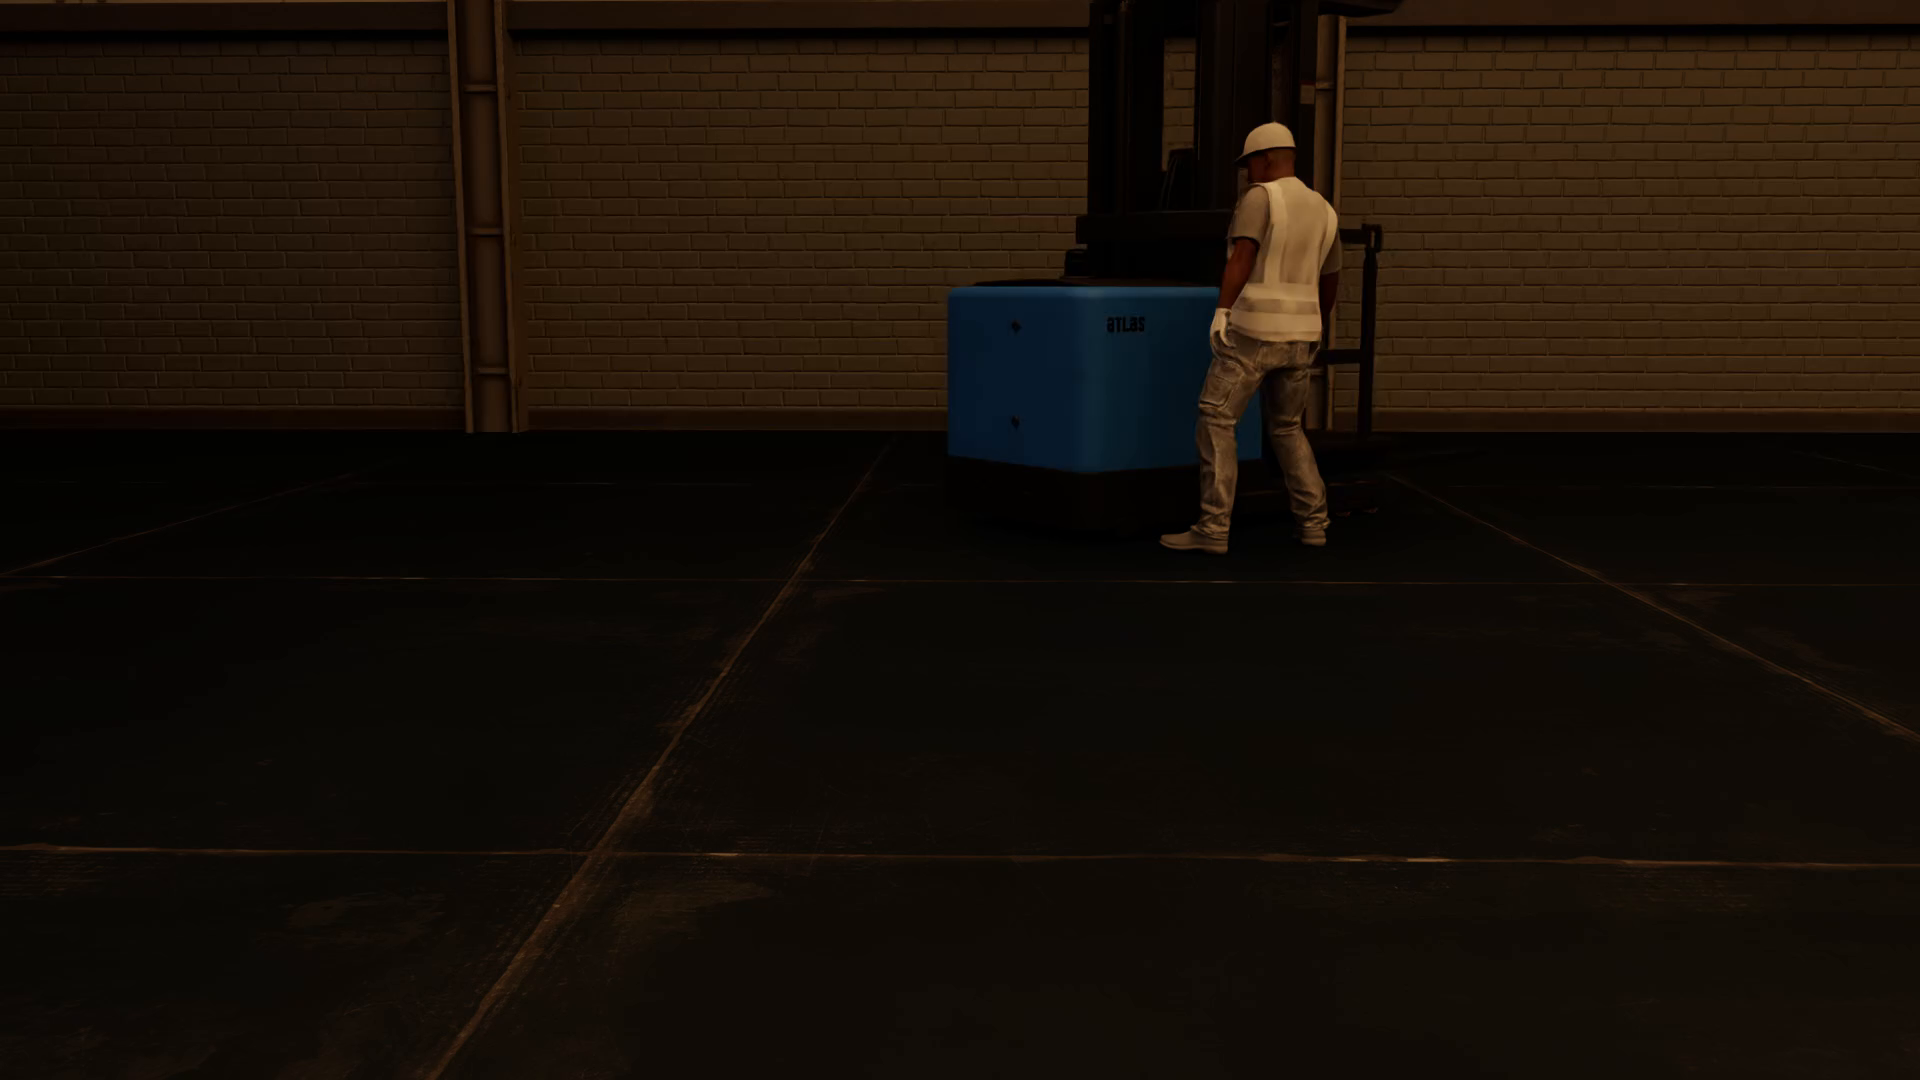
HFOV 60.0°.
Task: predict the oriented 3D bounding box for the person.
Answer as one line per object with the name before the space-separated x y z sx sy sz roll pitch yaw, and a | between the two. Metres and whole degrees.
person | 1.269 -0.842 6.879 0.876 1.744 0.423 -7 11 -39

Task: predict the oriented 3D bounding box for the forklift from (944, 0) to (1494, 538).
forklift | 1.412 -1.611 7.967 3.031 2.935 1.130 -6 11 -36
